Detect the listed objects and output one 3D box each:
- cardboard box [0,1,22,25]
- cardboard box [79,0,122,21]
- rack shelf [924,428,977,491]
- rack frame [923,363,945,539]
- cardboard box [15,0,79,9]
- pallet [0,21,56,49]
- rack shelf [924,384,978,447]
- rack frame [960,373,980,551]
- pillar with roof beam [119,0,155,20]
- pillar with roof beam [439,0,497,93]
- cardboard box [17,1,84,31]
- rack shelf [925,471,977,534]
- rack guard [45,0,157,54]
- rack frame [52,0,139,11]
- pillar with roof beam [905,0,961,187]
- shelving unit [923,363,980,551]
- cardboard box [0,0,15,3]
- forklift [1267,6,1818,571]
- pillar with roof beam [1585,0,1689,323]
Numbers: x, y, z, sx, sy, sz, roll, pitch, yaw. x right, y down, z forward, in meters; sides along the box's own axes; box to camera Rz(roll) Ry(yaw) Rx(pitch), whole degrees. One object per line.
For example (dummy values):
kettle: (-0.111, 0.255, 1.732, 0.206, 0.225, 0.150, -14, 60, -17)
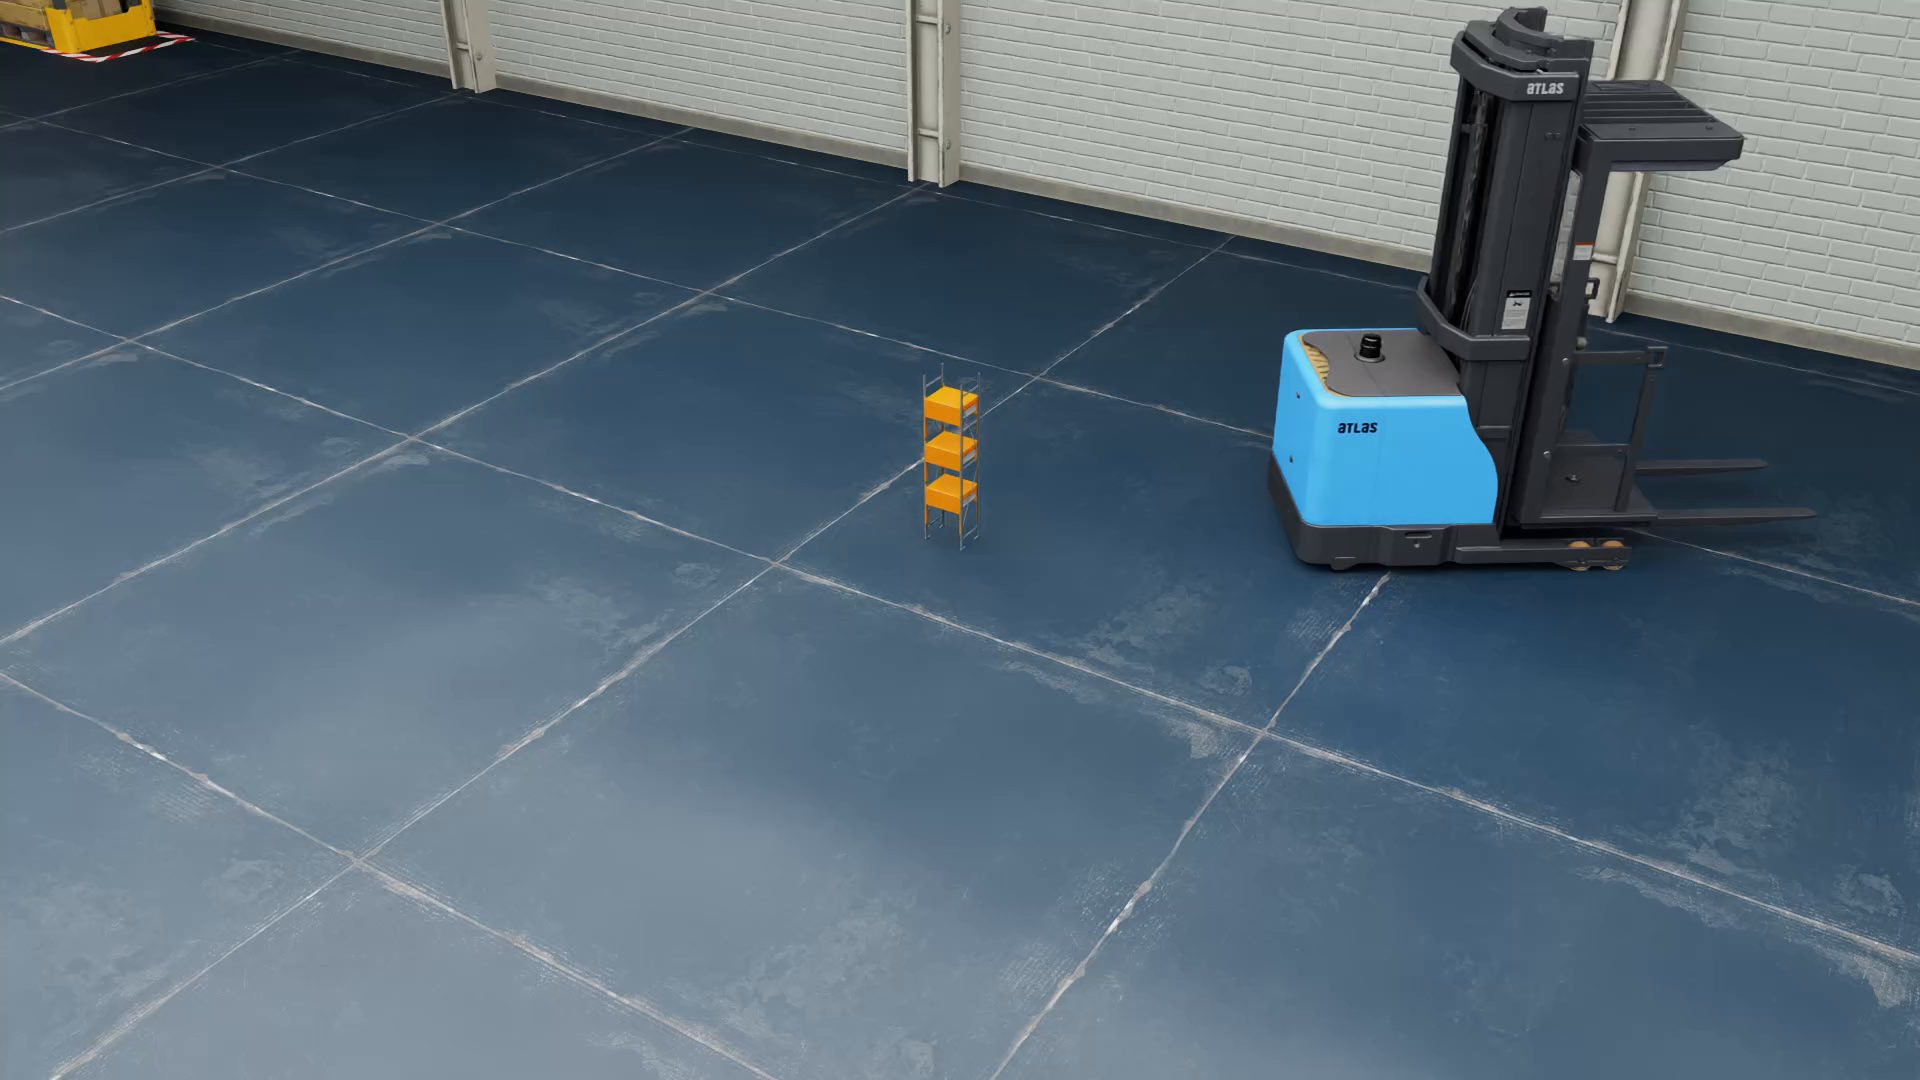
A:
cardboard box: (-11.273, -6.425, 20.098, 0.500, 0.250, 0.500, 18, 35, 27)
cardboard box: (-10.603, -6.512, 20.247, 0.500, 0.250, 0.500, 18, 35, 28)
rack shelf: (-0.045, -0.459, 9.515, 0.240, 0.259, 0.215, 18, 35, 27)
rack frame: (-0.149, -0.500, 9.566, 0.008, 1.050, 0.200, 18, 35, 27)
cardboard box: (-10.870, -6.510, 19.747, 0.500, 0.250, 0.500, 17, 34, 27)
pallet: (-10.961, -6.285, 20.314, 1.213, 0.211, 1.003, 18, 35, 27)
rack shelf: (-0.045, -0.704, 9.372, 0.240, 0.259, 0.215, 18, 35, 27)
rack frame: (0.058, -0.435, 9.454, 0.008, 1.050, 0.200, 18, 35, 27)
pillar with roof beam: (-12.691, -8.628, 15.609, 0.400, 9.000, 9.100, 18, 35, 27)
pillar with roof beam: (-7.609, -7.021, 12.854, 0.400, 9.000, 9.100, 18, 35, 27)
cardboard box: (-10.857, -6.288, 19.863, 0.500, 0.250, 0.500, 18, 35, 28)
rack shelf: (-0.045, -0.219, 9.655, 0.240, 0.259, 0.215, 18, 35, 27)
rack guard: (-10.271, -6.217, 19.910, 0.348, 0.500, 1.175, 18, 35, 27)
rack frame: (-10.291, -7.303, 19.291, 0.127, 3.000, 1.000, 18, 35, 27)
pillar with roof beam: (-2.527, -5.413, 10.099, 0.400, 9.000, 9.100, 18, 35, 27)
shelving unit: (-0.045, -0.468, 9.510, 0.252, 1.050, 0.215, 18, 35, 27)
cardboard box: (-11.289, -6.648, 19.985, 0.500, 0.250, 0.500, 17, 34, 27)
forklift: (3.409, -1.358, 9.169, 3.031, 2.935, 1.130, -1, 30, -2)
pillar with roof beam: (2.555, -3.806, 7.344, 0.400, 9.000, 9.100, 18, 35, 27)
